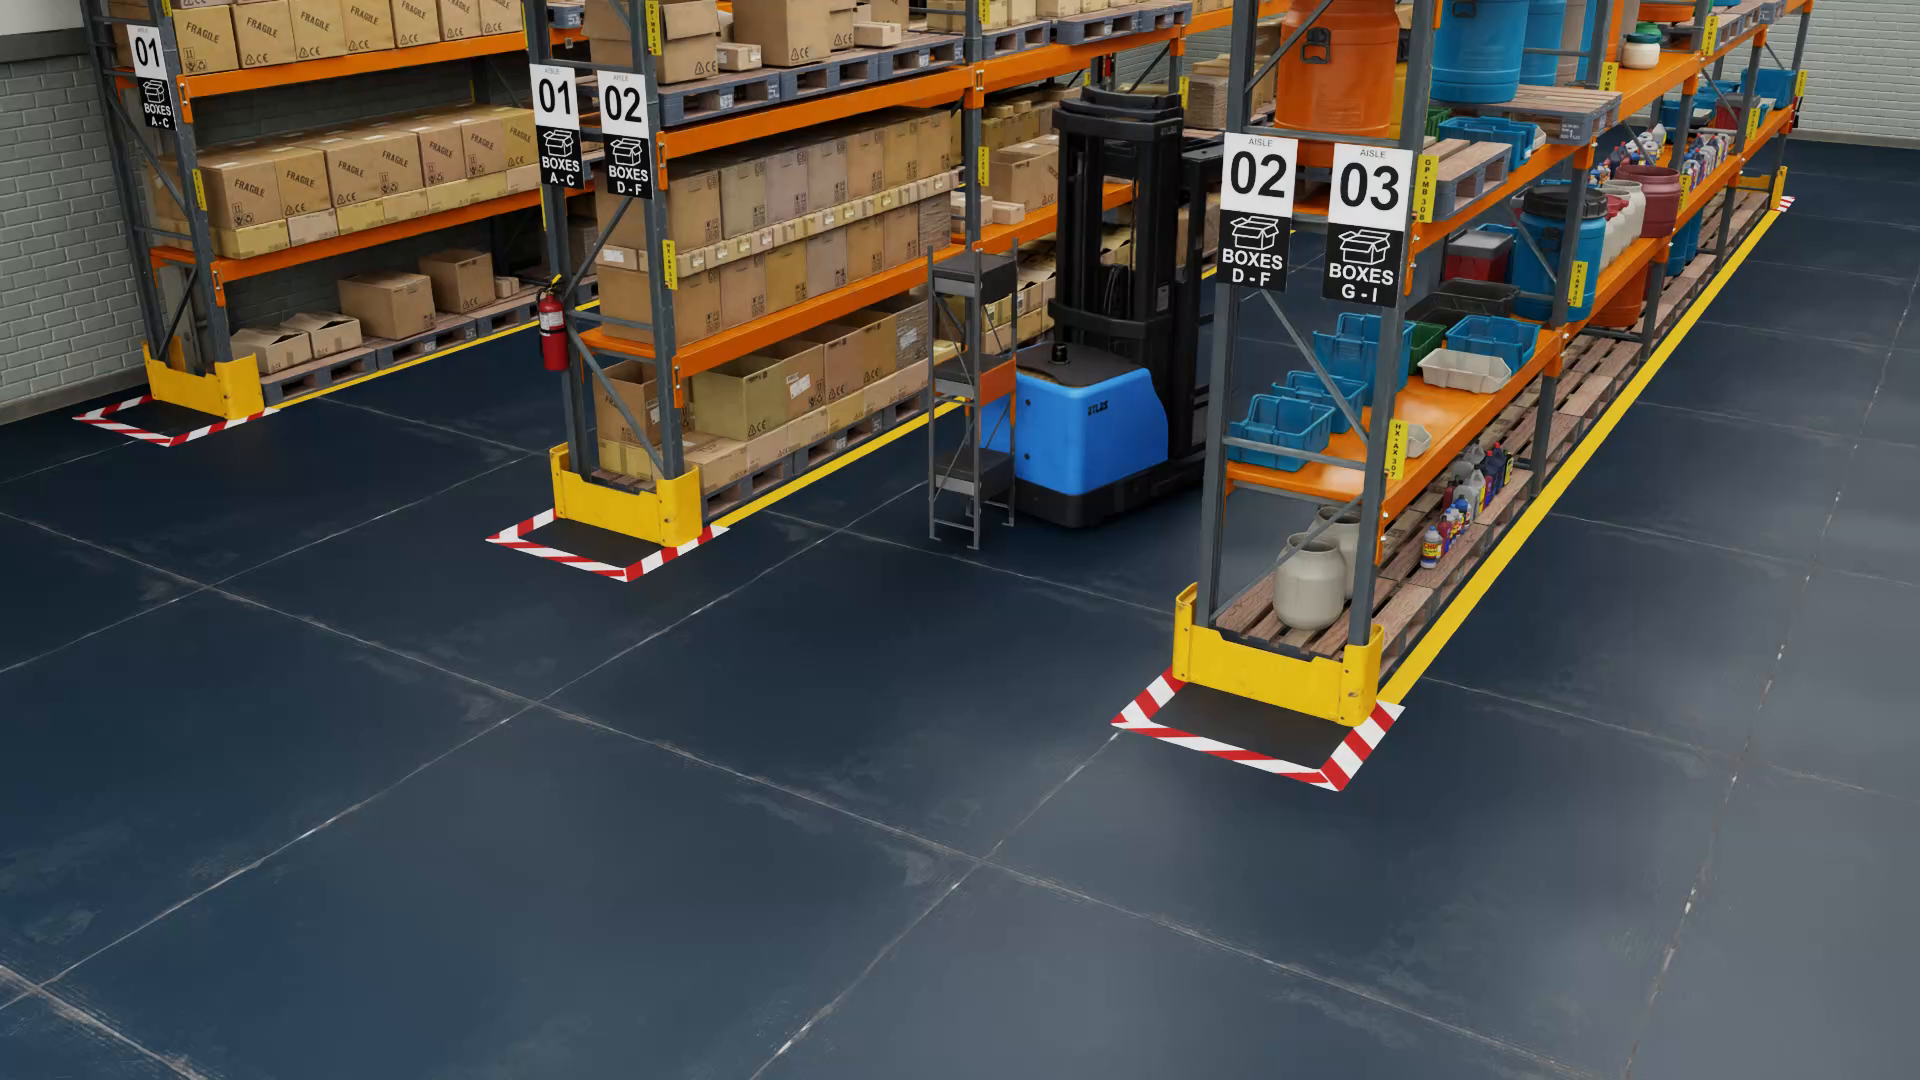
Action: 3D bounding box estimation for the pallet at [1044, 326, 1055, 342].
[{"bbox_3d":[0.724,-2.243,16.666,1.003,0.211,1.213,14,27,29],"label":"pallet"}]

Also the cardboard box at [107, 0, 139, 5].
[{"bbox_3d":[-6.589,-4.630,13.485,0.500,0.500,0.500,15,28,31],"label":"cardboard box"}]

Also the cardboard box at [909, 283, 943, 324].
[{"bbox_3d":[-0.304,-2.238,15.370,0.500,0.311,0.500,14,27,29],"label":"cardboard box"}]

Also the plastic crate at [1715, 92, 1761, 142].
[{"bbox_3d":[8.836,-4.819,18.951,0.402,0.464,0.583,14,27,29],"label":"plastic crate"}]

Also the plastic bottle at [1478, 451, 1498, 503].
[{"bbox_3d":[3.736,-0.457,11.811,0.144,0.351,0.185,12,26,26],"label":"plastic bottle"}]

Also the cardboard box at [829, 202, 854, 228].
[{"bbox_3d":[-1.044,-2.541,12.902,0.380,0.149,0.250,15,28,31],"label":"cardboard box"}]

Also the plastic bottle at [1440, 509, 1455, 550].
[{"bbox_3d":[3.224,-0.076,11.029,0.097,0.271,0.097,0,23,0],"label":"plastic bottle"}]

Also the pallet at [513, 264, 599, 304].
[{"bbox_3d":[-4.075,-2.873,18.121,1.003,0.211,1.213,14,27,29],"label":"pallet"}]

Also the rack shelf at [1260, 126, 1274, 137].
[{"bbox_3d":[2.891,-4.548,19.385,1.077,0.370,4.000,14,27,29],"label":"rack shelf"}]

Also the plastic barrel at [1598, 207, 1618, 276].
[{"bbox_3d":[5.010,-2.400,13.348,0.433,0.535,0.433,0,23,0],"label":"plastic barrel"}]

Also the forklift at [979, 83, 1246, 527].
[{"bbox_3d":[1.492,-1.926,12.509,1.130,2.935,3.031,21,31,40],"label":"forklift"}]

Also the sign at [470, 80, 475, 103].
[{"bbox_3d":[-4.958,-4.536,16.995,0.100,0.325,0.005,14,27,29],"label":"sign"}]

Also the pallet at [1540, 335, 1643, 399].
[{"bbox_3d":[5.601,-1.631,15.251,1.003,0.211,1.213,14,27,29],"label":"pallet"}]

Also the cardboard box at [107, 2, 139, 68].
[{"bbox_3d":[-6.589,-4.165,13.669,0.500,0.500,0.500,16,28,33],"label":"cardboard box"}]

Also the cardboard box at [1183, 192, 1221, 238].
[{"bbox_3d":[2.859,-3.697,19.108,0.500,0.500,0.500,13,27,28],"label":"cardboard box"}]

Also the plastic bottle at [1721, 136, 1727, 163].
[{"bbox_3d":[8.136,-4.172,17.758,0.061,0.283,0.133,14,27,29],"label":"plastic bottle"}]

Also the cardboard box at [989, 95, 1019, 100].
[{"bbox_3d":[0.656,-6.596,25.013,0.380,0.149,0.250,13,27,28],"label":"cardboard box"}]

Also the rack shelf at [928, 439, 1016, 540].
[{"bbox_3d":[0.087,-0.365,11.745,0.431,0.518,0.480,14,27,29],"label":"rack shelf"}]

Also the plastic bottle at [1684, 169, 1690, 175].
[{"bbox_3d":[7.020,-3.458,16.109,0.061,0.283,0.133,14,27,29],"label":"plastic bottle"}]

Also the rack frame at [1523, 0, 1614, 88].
[{"bbox_3d":[3.932,-4.567,10.972,1.000,3.000,0.127,14,27,29],"label":"rack frame"}]

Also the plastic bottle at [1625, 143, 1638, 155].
[{"bbox_3d":[6.974,-3.989,17.346,0.152,0.276,0.135,14,27,29],"label":"plastic bottle"}]

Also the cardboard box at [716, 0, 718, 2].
[{"bbox_3d":[-3.137,-6.255,18.492,0.797,0.503,0.637,18,29,36],"label":"cardboard box"}]

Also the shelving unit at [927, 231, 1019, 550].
[{"bbox_3d":[0.087,-1.019,11.462,0.431,2.100,0.503,14,27,29],"label":"shelving unit"}]

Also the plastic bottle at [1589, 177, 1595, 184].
[{"bbox_3d":[6.091,-3.411,16.104,0.097,0.201,0.097,0,23,0],"label":"plastic bottle"}]

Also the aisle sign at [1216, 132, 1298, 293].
[{"bbox_3d":[1.532,-1.694,8.616,0.394,0.787,0.004,14,27,29],"label":"aisle sign"}]

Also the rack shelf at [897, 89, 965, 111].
[{"bbox_3d":[-1.319,-5.585,21.780,1.077,0.370,4.000,14,27,29],"label":"rack shelf"}]

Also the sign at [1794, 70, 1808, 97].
[{"bbox_3d":[10.738,-5.829,21.233,0.100,0.325,0.005,14,27,29],"label":"sign"}]

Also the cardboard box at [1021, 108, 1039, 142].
[{"bbox_3d":[0.758,-6.208,24.932,0.700,0.500,0.500,15,27,30],"label":"cardboard box"}]

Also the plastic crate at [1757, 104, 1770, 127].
[{"bbox_3d":[9.397,-5.067,19.815,0.416,0.233,0.300,14,27,29],"label":"plastic crate"}]

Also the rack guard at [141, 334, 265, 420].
[{"bbox_3d":[-6.554,-1.418,14.397,1.175,0.500,0.348,14,27,29],"label":"rack guard"}]

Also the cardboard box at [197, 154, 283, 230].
[{"bbox_3d":[-6.087,-2.922,13.944,0.500,0.500,0.500,14,27,29],"label":"cardboard box"}]

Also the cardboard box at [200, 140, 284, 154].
[{"bbox_3d":[-6.252,-3.196,14.576,0.500,0.500,0.500,14,27,30],"label":"cardboard box"}]

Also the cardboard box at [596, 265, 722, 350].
[{"bbox_3d":[-2.127,-1.704,11.784,0.700,0.500,0.500,14,27,29],"label":"cardboard box"}]

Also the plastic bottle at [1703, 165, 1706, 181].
[{"bbox_3d":[7.529,-3.760,16.909,0.097,0.201,0.097,0,23,0],"label":"plastic bottle"}]

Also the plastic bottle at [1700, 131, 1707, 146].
[{"bbox_3d":[7.823,-4.142,17.605,0.144,0.351,0.185,14,27,29],"label":"plastic bottle"}]

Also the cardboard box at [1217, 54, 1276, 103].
[{"bbox_3d":[3.506,-5.678,20.437,0.700,0.500,0.500,5,24,11],"label":"cardboard box"}]

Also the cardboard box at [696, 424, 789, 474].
[{"bbox_3d":[-1.651,-0.738,12.610,0.500,0.250,0.500,14,27,29],"label":"cardboard box"}]

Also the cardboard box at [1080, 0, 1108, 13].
[{"bbox_3d":[1.072,-5.167,15.794,0.500,0.250,0.500,13,27,28],"label":"cardboard box"}]

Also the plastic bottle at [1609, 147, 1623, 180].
[{"bbox_3d":[6.615,-3.798,16.809,0.144,0.351,0.185,14,27,29],"label":"plastic bottle"}]

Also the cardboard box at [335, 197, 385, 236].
[{"bbox_3d":[-5.532,-2.927,14.899,0.500,0.250,0.500,13,27,28],"label":"cardboard box"}]

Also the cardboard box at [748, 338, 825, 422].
[{"bbox_3d":[-1.397,-1.253,12.857,0.500,0.500,0.500,14,27,29],"label":"cardboard box"}]

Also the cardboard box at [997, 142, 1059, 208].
[{"bbox_3d":[0.687,-3.501,15.936,0.500,0.500,0.500,14,27,29],"label":"cardboard box"}]

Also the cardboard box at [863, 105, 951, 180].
[{"bbox_3d":[-0.503,-3.343,13.938,0.700,0.500,0.500,14,27,29],"label":"cardboard box"}]

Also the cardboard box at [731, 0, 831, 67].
[{"bbox_3d":[-1.276,-3.685,11.881,0.500,0.500,0.500,14,27,29],"label":"cardboard box"}]

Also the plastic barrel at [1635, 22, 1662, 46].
[{"bbox_3d":[5.955,-4.375,14.500,0.294,0.245,0.294,0,23,0],"label":"plastic barrel"}]

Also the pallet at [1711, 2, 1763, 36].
[{"bbox_3d":[7.226,-5.135,16.298,1.003,0.211,1.213,14,27,29],"label":"pallet"}]

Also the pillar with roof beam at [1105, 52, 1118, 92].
[{"bbox_3d":[6.192,-10.883,25.563,9.100,9.000,0.400,14,27,29],"label":"pillar with roof beam"}]

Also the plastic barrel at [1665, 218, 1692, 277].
[{"bbox_3d":[7.477,-3.324,17.766,0.600,0.901,0.708,14,27,29],"label":"plastic barrel"}]

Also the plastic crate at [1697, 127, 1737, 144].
[{"bbox_3d":[8.519,-4.547,18.735,0.396,0.136,0.243,14,27,29],"label":"plastic crate"}]

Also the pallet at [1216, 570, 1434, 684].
[{"bbox_3d":[2.256,0.508,10.312,1.003,0.211,1.213,14,27,29],"label":"pallet"}]

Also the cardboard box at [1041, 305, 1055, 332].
[{"bbox_3d":[0.691,-2.216,16.025,0.500,0.250,0.500,13,27,27],"label":"cardboard box"}]

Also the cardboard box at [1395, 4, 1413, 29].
[{"bbox_3d":[6.055,-7.200,23.221,0.500,0.500,0.500,14,27,29],"label":"cardboard box"}]

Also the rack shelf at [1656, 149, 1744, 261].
[{"bbox_3d":[7.097,-3.508,16.984,1.077,0.370,4.000,14,27,29],"label":"rack shelf"}]

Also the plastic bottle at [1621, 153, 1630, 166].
[{"bbox_3d":[6.716,-3.754,16.792,0.061,0.283,0.133,14,27,29],"label":"plastic bottle"}]

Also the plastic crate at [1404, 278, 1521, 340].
[{"bbox_3d":[3.548,-1.635,11.829,0.767,0.338,0.504,14,27,29],"label":"plastic crate"}]

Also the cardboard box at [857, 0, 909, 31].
[{"bbox_3d":[-0.764,-4.417,13.572,0.500,0.500,0.500,16,28,33],"label":"cardboard box"}]
